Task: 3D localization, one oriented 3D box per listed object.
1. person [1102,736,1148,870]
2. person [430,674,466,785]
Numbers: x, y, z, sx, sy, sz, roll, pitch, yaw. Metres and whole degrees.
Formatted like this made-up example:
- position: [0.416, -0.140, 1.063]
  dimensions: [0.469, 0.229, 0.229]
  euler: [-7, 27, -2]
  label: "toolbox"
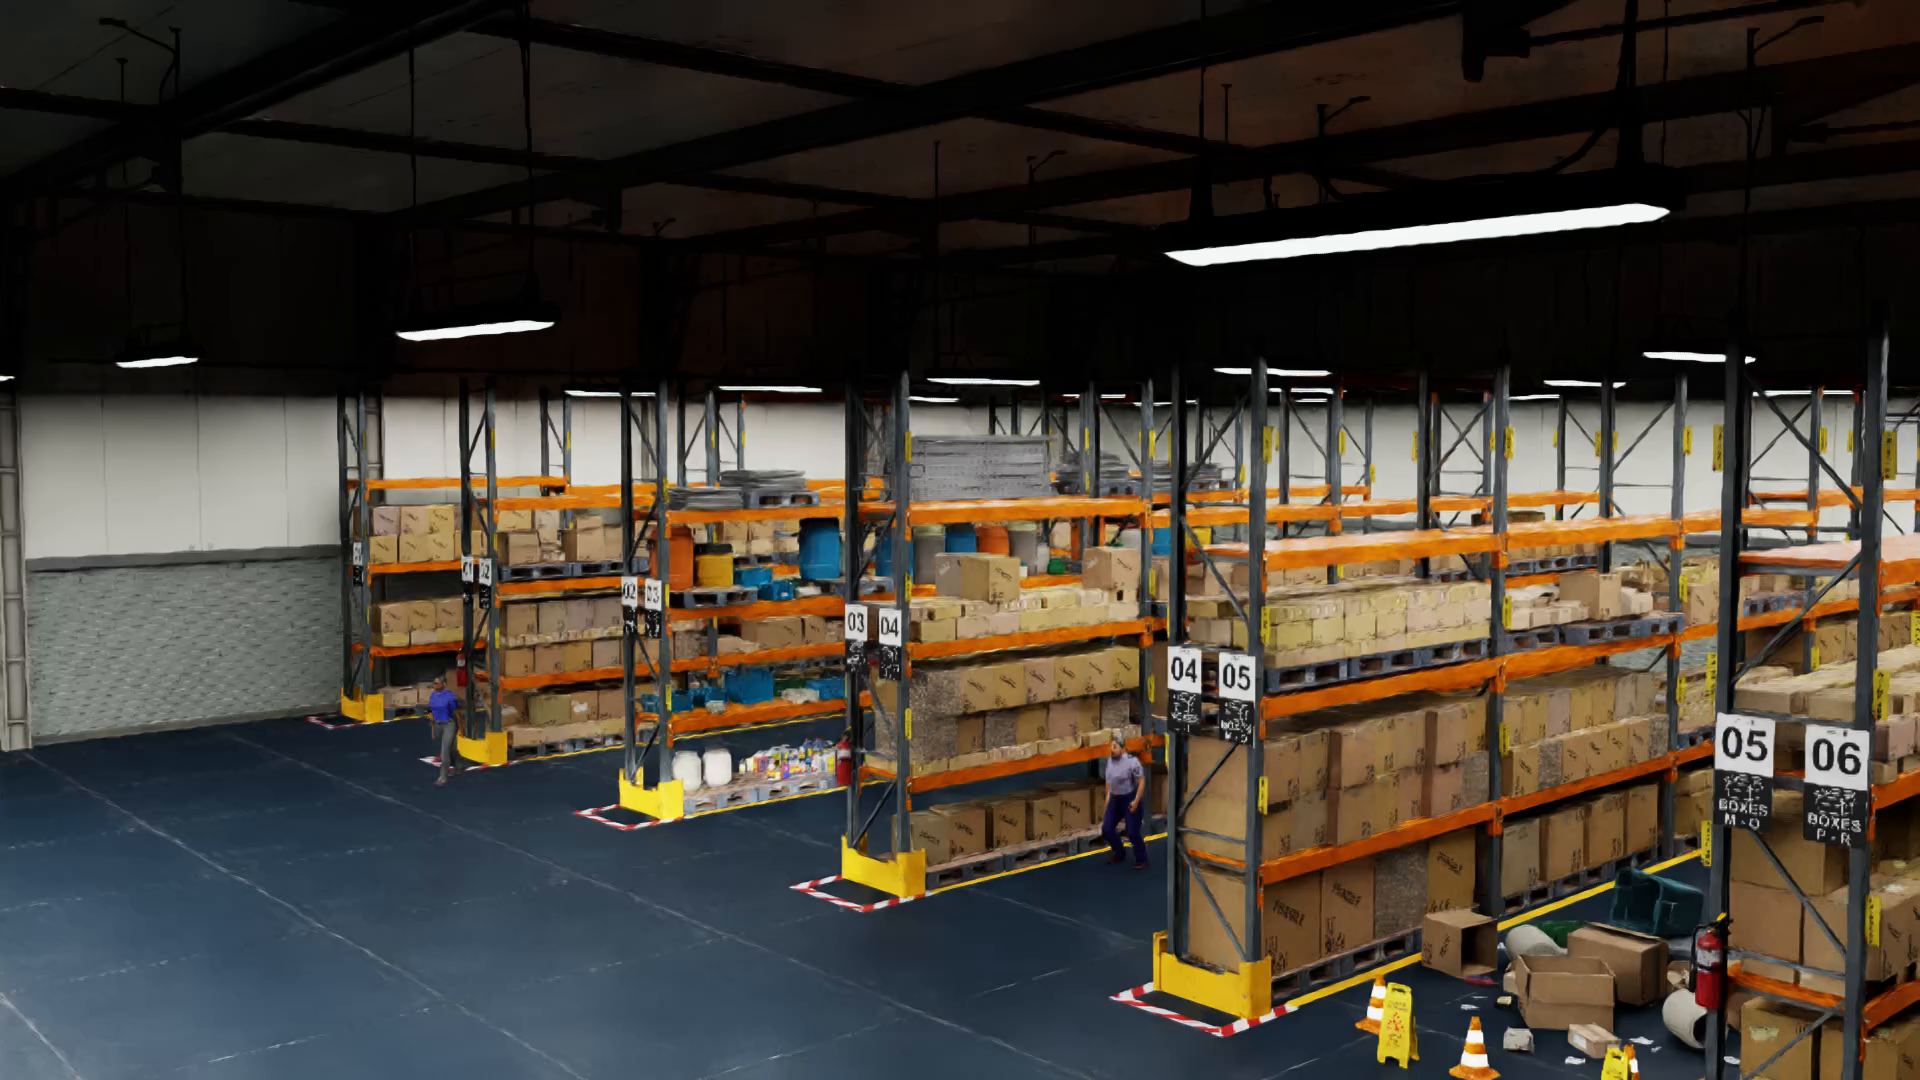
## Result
- position: [1.951, 3.085, 19.653]
  dimensions: [0.517, 1.596, 0.625]
  euler: [-4, 5, -44]
  label: "person"
- position: [-7.573, 2.784, 24.461]
  dimensions: [0.488, 1.514, 0.937]
  euler: [2, 4, 25]
  label: "person"
